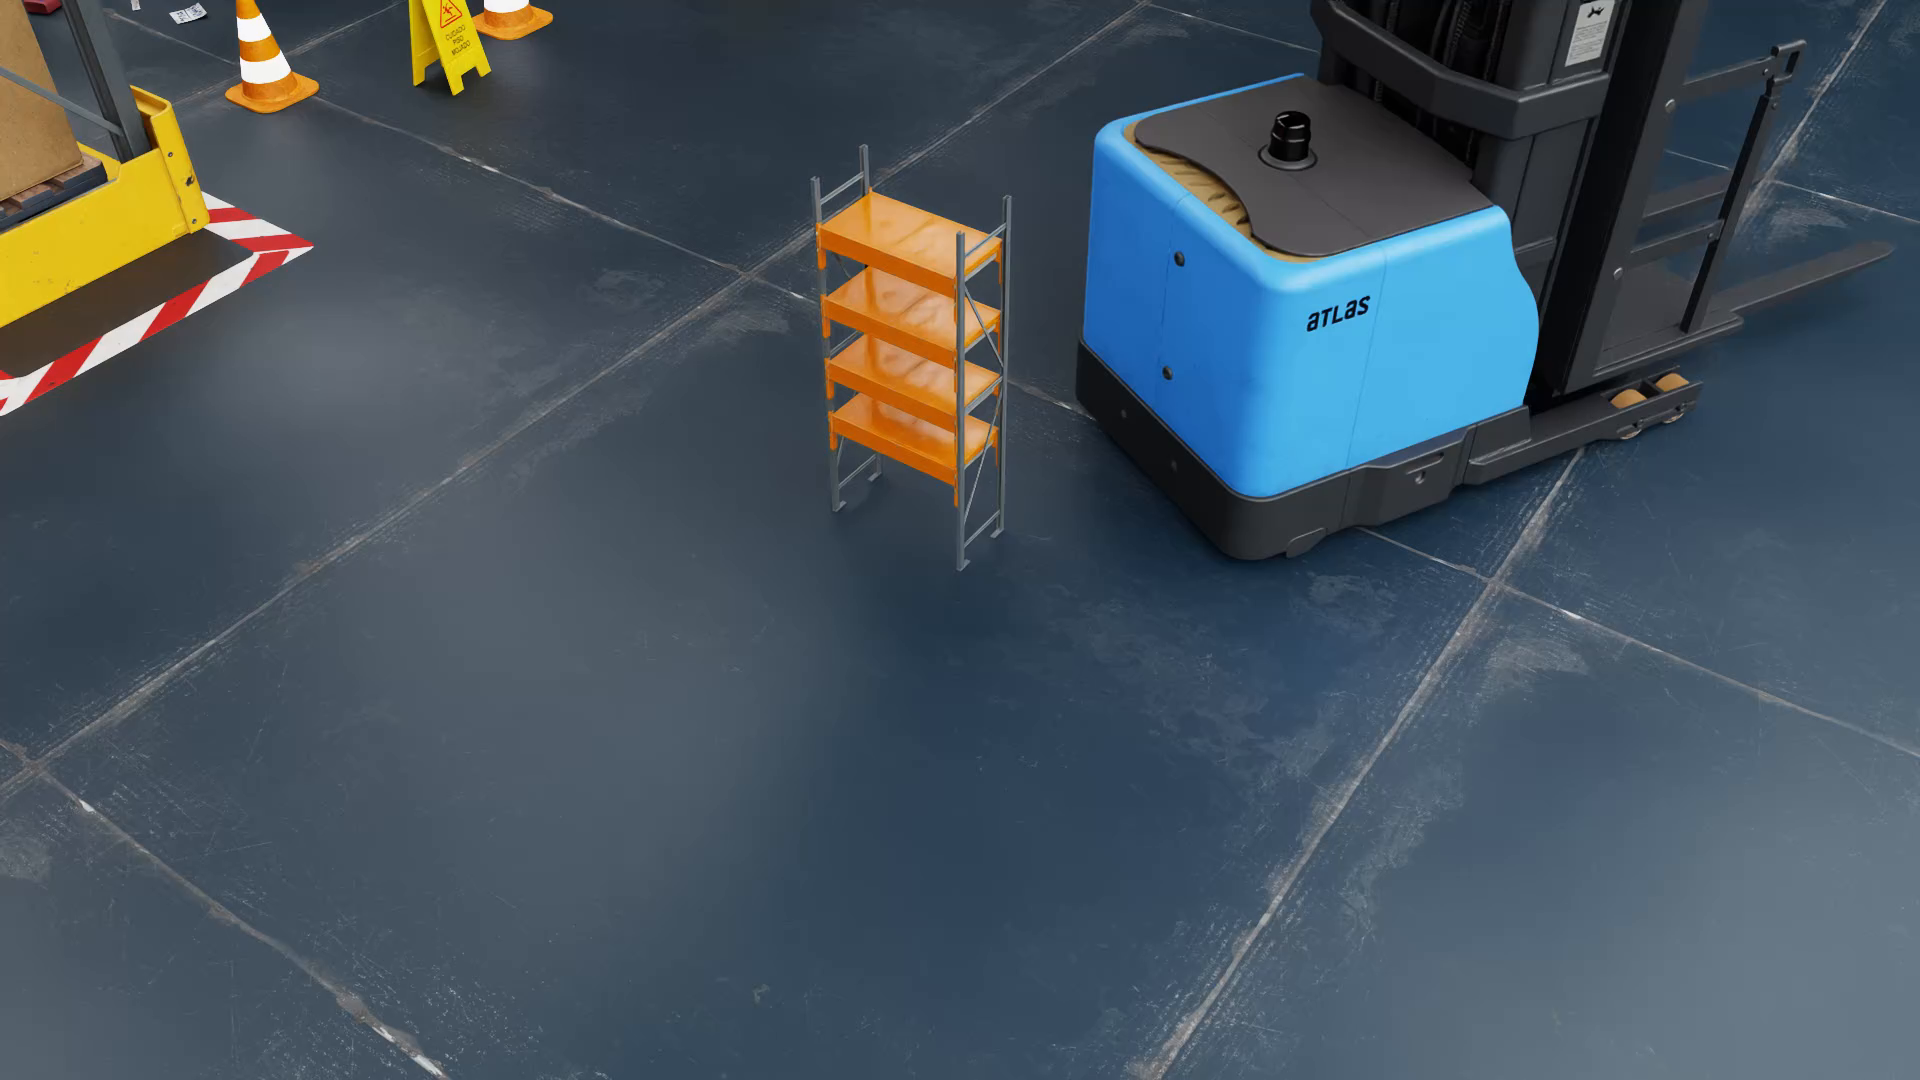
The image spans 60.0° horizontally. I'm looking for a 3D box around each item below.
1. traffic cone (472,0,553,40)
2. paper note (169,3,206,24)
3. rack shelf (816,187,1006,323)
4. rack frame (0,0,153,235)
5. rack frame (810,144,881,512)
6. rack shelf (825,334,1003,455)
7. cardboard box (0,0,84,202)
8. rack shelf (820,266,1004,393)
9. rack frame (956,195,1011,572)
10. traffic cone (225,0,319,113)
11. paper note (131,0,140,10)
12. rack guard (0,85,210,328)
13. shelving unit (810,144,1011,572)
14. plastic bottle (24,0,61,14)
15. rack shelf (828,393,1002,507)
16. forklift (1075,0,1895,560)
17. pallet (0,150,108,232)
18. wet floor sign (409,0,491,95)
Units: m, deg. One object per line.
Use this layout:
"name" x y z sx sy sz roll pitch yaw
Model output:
"traffic cone" -2.175 -2.680 7.898 0.334 0.463 0.336 25 48 25
"paper note" -3.758 -2.565 8.095 0.144 0.017 0.142 -25 48 -25
"rack shelf" -0.136 -0.803 4.659 0.480 0.148 0.258 25 48 25
"rack frame" -3.483 -2.160 5.415 0.127 3.000 1.000 25 48 25
"rack frame" -0.335 -0.604 5.025 0.015 1.200 0.240 25 48 25
"rack shelf" -0.136 -0.460 4.966 0.480 0.148 0.258 25 48 25
"cardboard box" -4.076 -1.749 6.233 0.875 0.875 0.875 25 48 26
"rack shelf" -0.136 -0.627 4.816 0.480 0.148 0.258 25 48 25
"rack frame" 0.064 -0.417 4.816 0.015 1.200 0.240 25 48 25
"traffic cone" -3.102 -2.194 7.355 0.334 0.463 0.336 25 48 25
"paper note" -4.060 -2.636 8.188 0.032 0.001 0.123 -17 45 -18
"rack guard" -3.463 -1.220 6.238 0.348 0.500 1.175 25 48 25
"shelving unit" -0.136 -0.511 4.921 0.503 1.200 0.258 25 48 25
"plastic bottle" -4.467 -2.684 8.204 0.133 0.061 0.283 10 43 11
"rack shelf" -0.136 -0.312 5.098 0.480 0.148 0.258 25 48 25
"forklift" 1.943 -1.728 4.983 3.031 2.935 1.130 -19 45 -20
"pallet" -4.183 -1.385 6.639 1.213 0.211 1.003 25 48 25
"wet floor sign" -2.322 -2.353 7.396 0.232 0.644 0.267 17 45 18
